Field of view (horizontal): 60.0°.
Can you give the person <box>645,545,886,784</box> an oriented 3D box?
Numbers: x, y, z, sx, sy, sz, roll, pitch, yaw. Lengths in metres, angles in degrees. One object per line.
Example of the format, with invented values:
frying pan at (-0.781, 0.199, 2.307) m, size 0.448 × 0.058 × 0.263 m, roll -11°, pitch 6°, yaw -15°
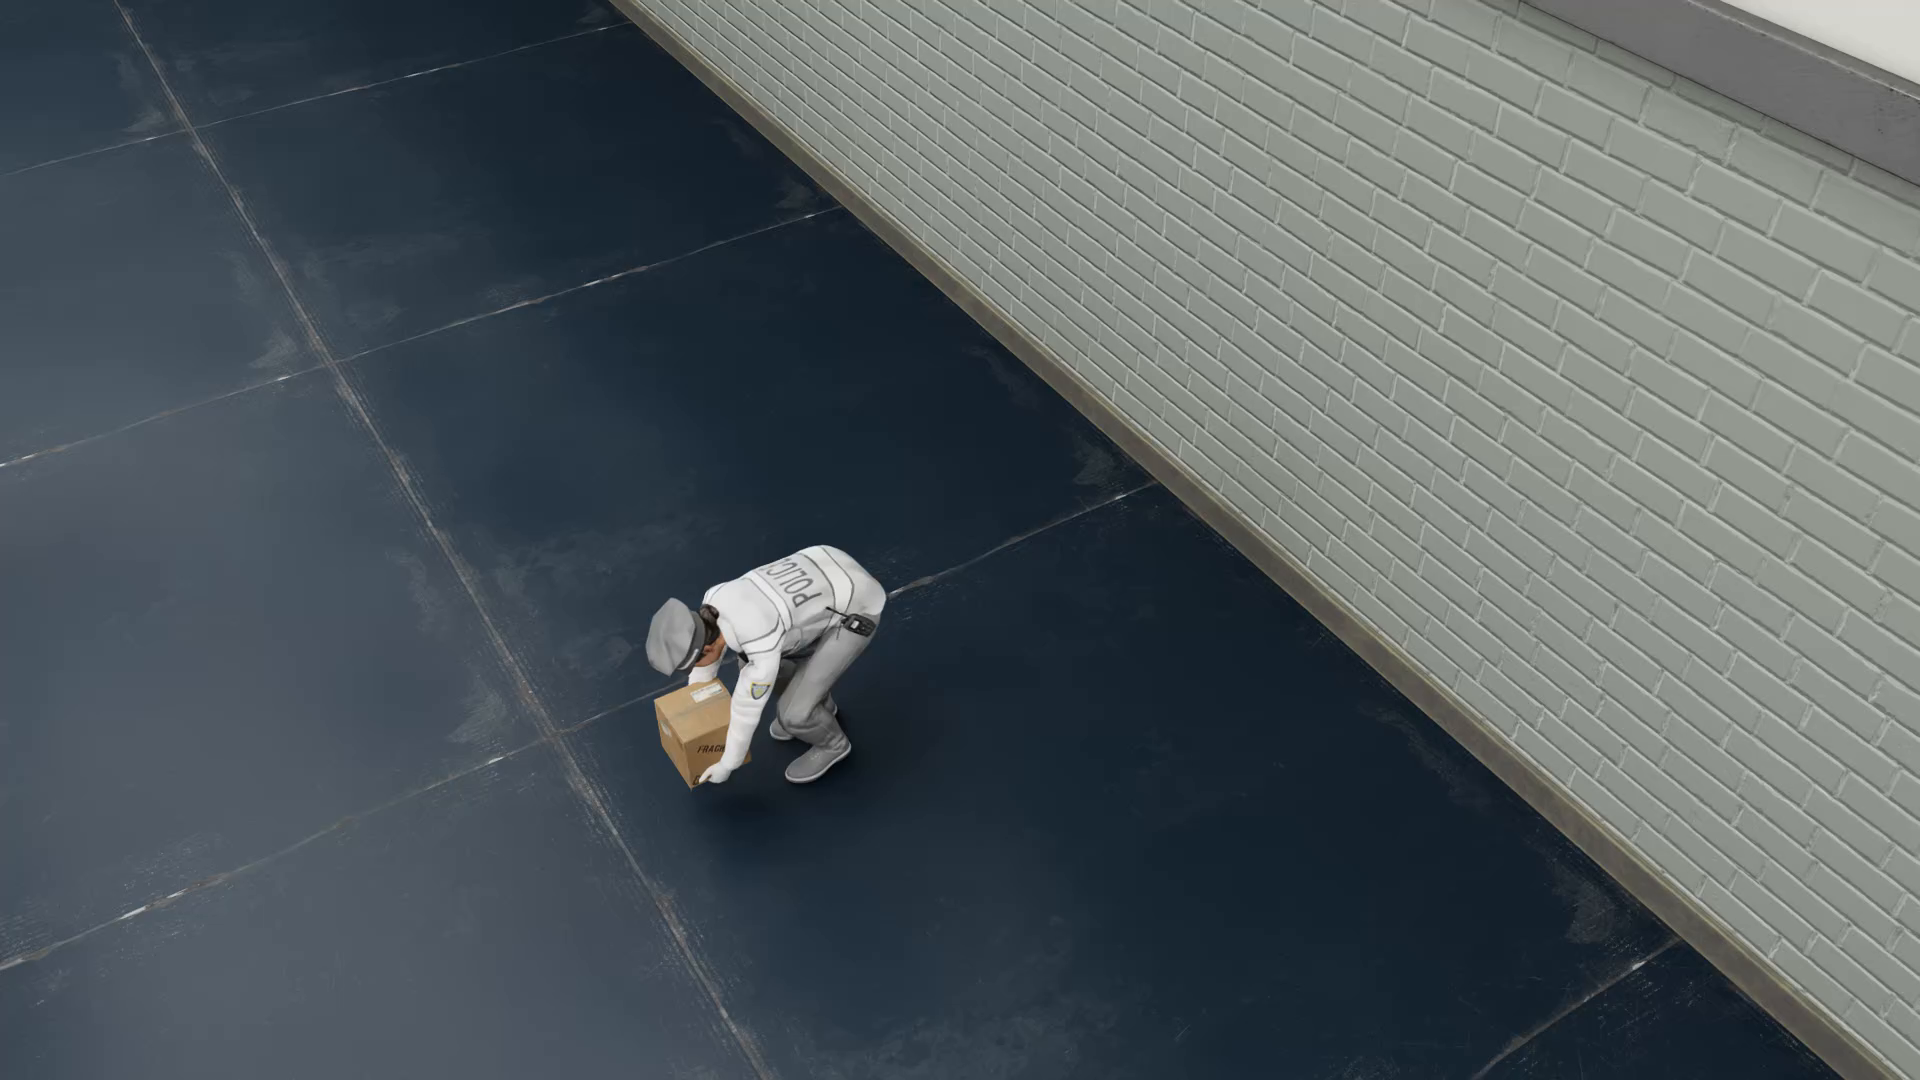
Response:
person at (-0.699, 0.480, 6.115) m, size 0.917 × 1.000 × 0.452 m, roll -25°, pitch 47°, yaw -26°
